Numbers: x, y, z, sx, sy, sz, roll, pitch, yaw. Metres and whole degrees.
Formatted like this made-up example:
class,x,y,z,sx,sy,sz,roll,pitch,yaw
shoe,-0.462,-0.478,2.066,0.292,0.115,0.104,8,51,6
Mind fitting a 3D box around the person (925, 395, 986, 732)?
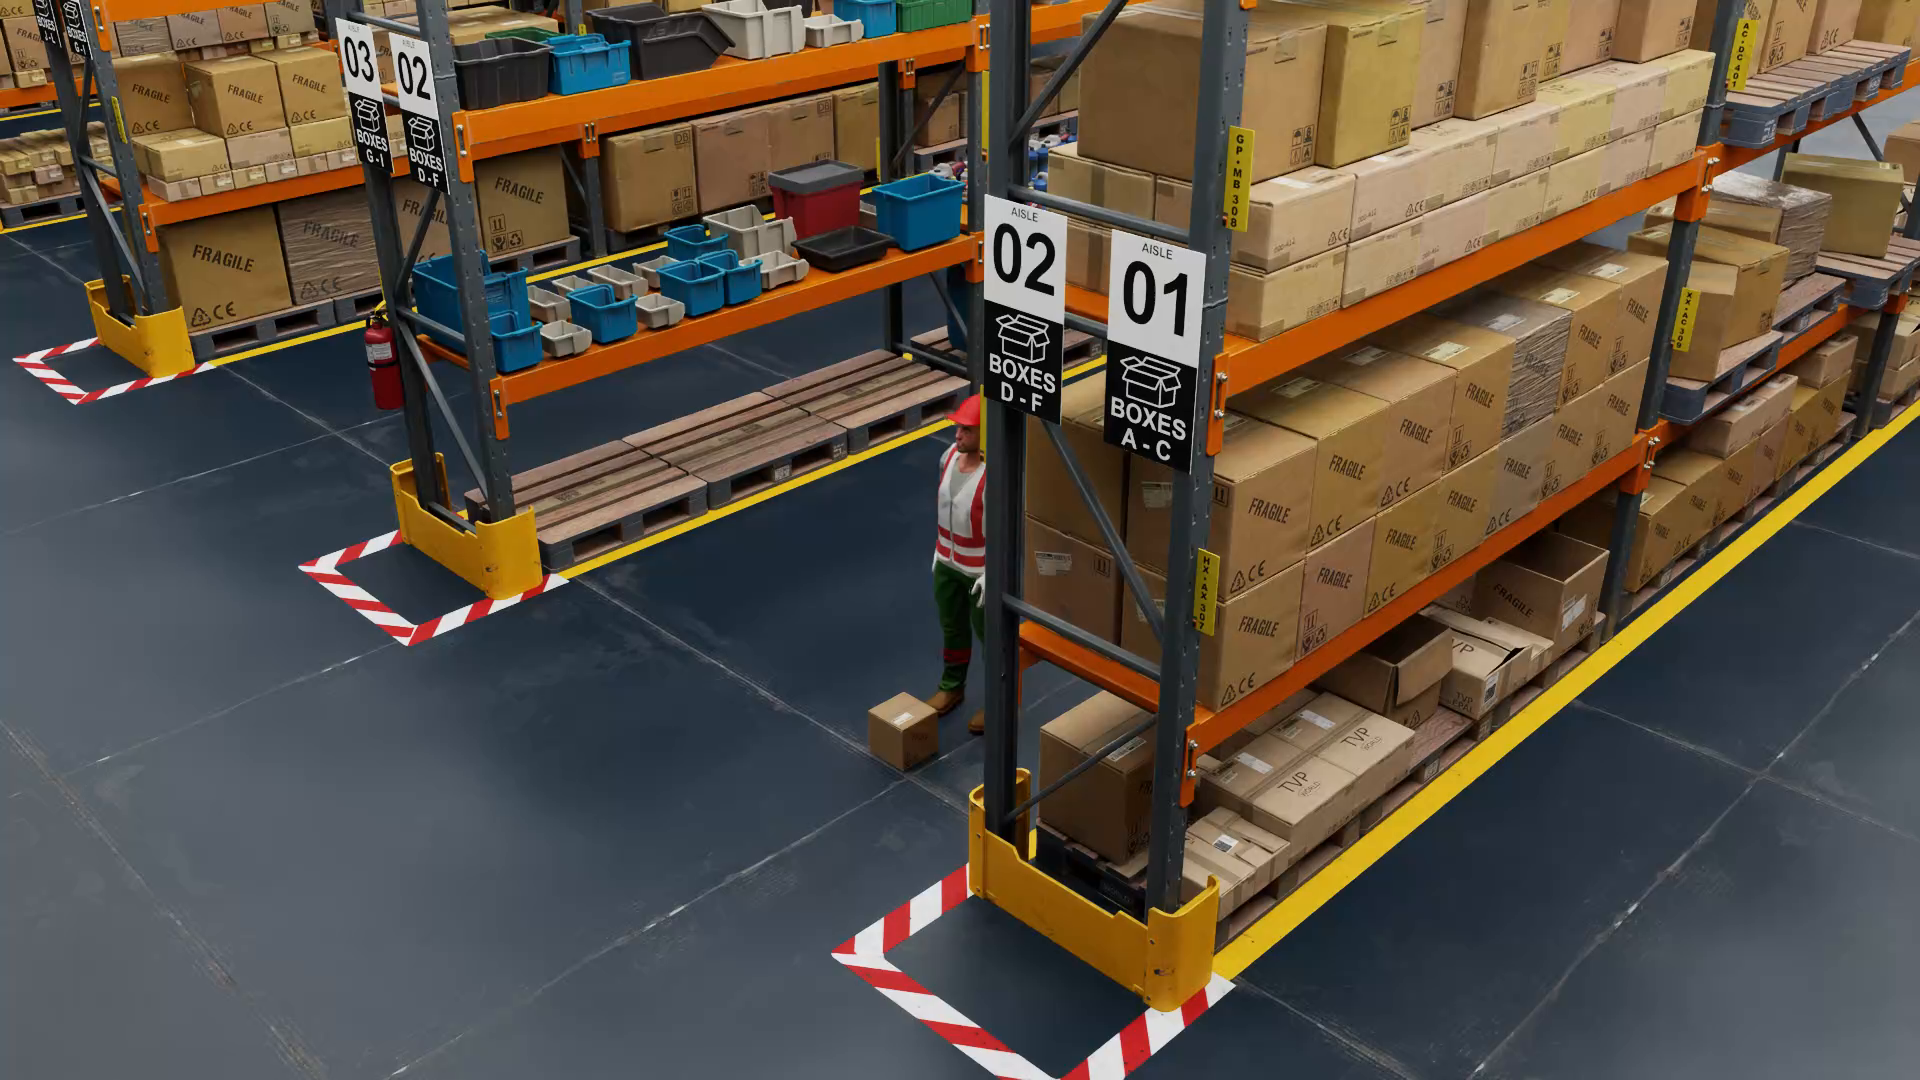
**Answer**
class,x,y,z,sx,sy,sz,roll,pitch,yaw
person,0.050,0.122,8.337,0.374,1.793,0.522,-24,36,-38
